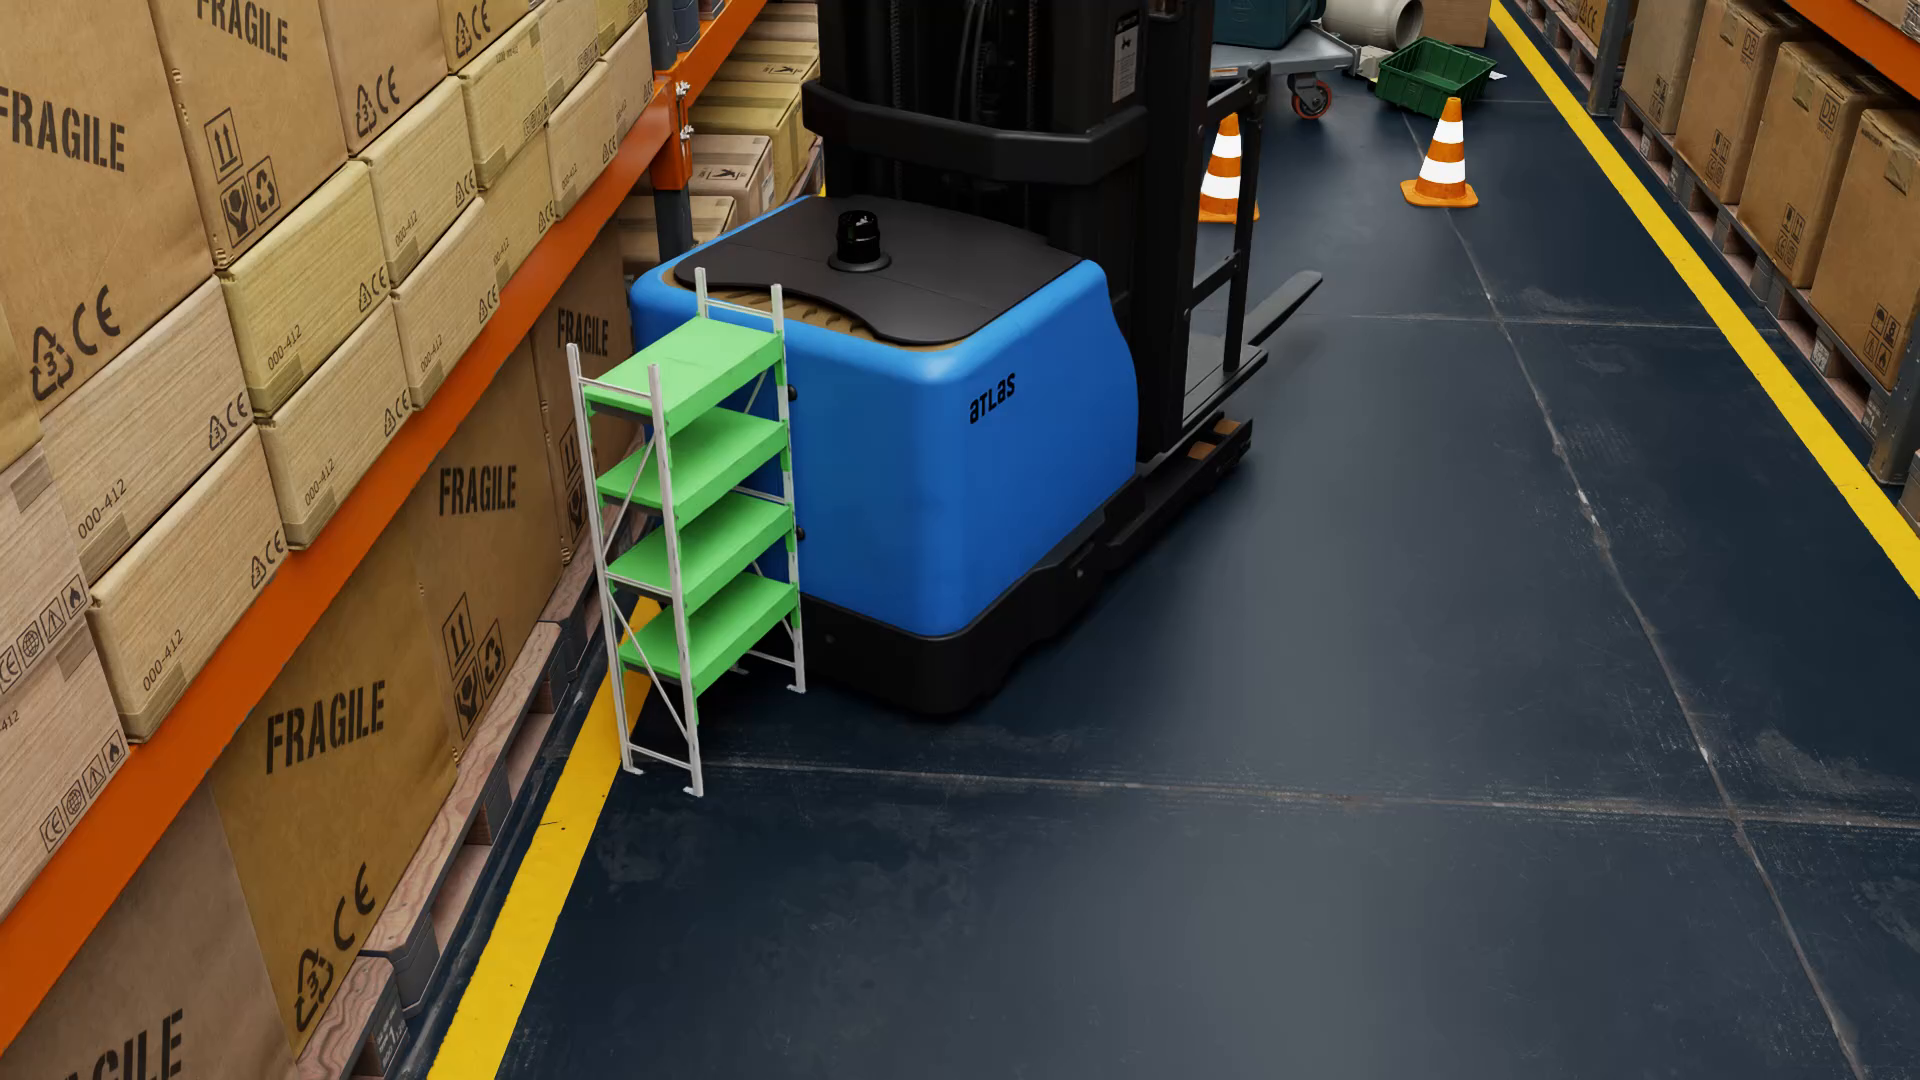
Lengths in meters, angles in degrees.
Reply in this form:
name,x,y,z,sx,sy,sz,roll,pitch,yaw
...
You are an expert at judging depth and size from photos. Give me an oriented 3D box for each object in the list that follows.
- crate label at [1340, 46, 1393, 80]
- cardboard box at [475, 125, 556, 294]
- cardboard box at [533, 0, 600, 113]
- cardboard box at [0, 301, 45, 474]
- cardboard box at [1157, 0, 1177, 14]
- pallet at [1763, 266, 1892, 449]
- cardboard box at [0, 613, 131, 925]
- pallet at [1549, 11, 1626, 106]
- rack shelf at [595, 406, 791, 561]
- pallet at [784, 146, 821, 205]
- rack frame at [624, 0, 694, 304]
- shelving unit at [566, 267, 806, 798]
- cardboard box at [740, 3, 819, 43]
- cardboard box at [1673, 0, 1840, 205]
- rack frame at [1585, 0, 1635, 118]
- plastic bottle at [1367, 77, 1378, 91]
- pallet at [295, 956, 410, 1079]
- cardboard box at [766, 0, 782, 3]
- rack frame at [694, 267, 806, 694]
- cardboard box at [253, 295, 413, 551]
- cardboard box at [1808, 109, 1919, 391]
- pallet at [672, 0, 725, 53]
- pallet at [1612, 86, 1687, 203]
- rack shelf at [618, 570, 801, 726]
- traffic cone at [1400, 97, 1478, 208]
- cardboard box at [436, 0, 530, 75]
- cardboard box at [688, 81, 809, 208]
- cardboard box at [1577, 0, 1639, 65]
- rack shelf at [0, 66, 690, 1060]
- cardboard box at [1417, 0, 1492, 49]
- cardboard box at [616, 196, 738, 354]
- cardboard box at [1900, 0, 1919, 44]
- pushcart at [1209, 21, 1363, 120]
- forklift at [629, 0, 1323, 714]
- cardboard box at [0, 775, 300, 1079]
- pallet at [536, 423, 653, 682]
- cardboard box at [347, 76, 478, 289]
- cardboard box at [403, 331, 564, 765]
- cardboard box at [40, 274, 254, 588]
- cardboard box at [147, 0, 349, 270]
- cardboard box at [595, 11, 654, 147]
name,x,y,z,sx,sy,sz,roll,pitch,yaw
crate label,2.350,-2.756,9.592,0.298,0.136,0.250,-20,37,-29
cardboard box,-1.240,-0.754,3.758,0.500,0.250,0.500,2,32,3
cardboard box,-1.199,-1.240,4.070,0.500,0.250,0.500,2,32,3
cardboard box,-1.378,-0.218,1.697,0.500,0.500,0.500,3,32,5
cardboard box,1.589,-3.286,9.973,0.797,0.637,0.503,2,32,4
pallet,3.706,-0.687,6.164,1.003,0.211,1.213,2,32,4
cardboard box,-1.402,0.313,2.026,0.500,0.250,0.500,2,32,3
pallet,4.032,-2.764,9.534,1.003,0.211,1.213,2,32,4
rack shelf,-0.645,-0.156,4.024,0.258,0.148,0.480,15,35,23
pallet,-1.208,-1.482,7.453,1.003,0.211,1.213,2,32,4
rack frame,-1.375,-1.624,5.026,1.000,3.000,0.127,2,32,4
shelving unit,-0.646,-0.006,4.116,0.258,1.200,0.503,15,35,23
cardboard box,-1.090,-2.501,8.554,0.950,0.372,0.625,3,32,5
cardboard box,3.849,-1.945,7.291,1.050,0.750,0.750,2,32,4
rack frame,3.892,-3.557,8.163,1.000,3.000,0.127,2,32,4
plastic bottle,2.411,-2.515,9.273,0.133,0.061,0.283,-14,34,-21
pallet,-1.713,1.248,3.023,1.003,0.211,1.213,2,32,4
cardboard box,-1.269,-3.044,9.551,0.500,0.250,0.500,4,32,6
rack frame,-0.534,-0.120,4.301,0.240,1.200,0.015,15,35,23
cardboard box,-1.304,-0.225,2.899,0.500,0.250,0.500,2,32,4
cardboard box,3.706,-1.001,5.759,1.050,0.750,0.750,2,32,3
pallet,-1.423,-1.919,5.688,1.213,0.211,1.003,2,32,4
pallet,3.905,-1.963,8.234,1.003,0.211,1.213,2,32,4
rack shelf,-0.646,0.253,4.276,0.258,0.148,0.480,15,35,23
traffic cone,2.278,-1.840,7.795,0.336,0.463,0.334,2,32,4
cardboard box,-1.237,-1.283,3.424,0.500,0.500,0.500,2,32,4
cardboard box,-1.200,-1.761,7.354,0.950,0.372,0.625,3,32,6
cardboard box,4.013,-3.157,9.139,0.875,0.875,0.875,3,32,5
rack shelf,-1.538,-0.272,3.518,1.077,0.370,4.000,2,32,4
cardboard box,2.996,-3.349,10.206,0.500,0.500,0.500,8,32,12
cardboard box,-1.319,-0.979,6.084,0.950,0.372,0.625,0,32,1
cardboard box,3.336,-1.755,5.143,0.500,0.500,0.500,2,32,4
pushcart,1.227,-2.528,8.992,1.648,0.377,0.936,-8,33,-13
forklift,0.334,-1.525,4.931,1.130,2.935,3.031,18,36,27
cardboard box,-1.730,0.866,2.611,0.875,0.875,0.875,3,32,6
pallet,-1.514,-0.028,5.094,1.003,0.211,1.213,2,32,4
cardboard box,-1.263,-0.700,3.194,0.500,0.250,0.500,2,32,2
cardboard box,-1.591,-0.074,4.136,0.875,0.875,0.875,3,32,5
cardboard box,-1.369,-0.173,2.338,0.500,0.250,0.500,3,32,5
cardboard box,-1.321,-0.748,2.556,0.500,0.500,0.500,2,32,3
cardboard box,-1.157,-1.285,4.618,0.500,0.250,0.500,1,32,2
